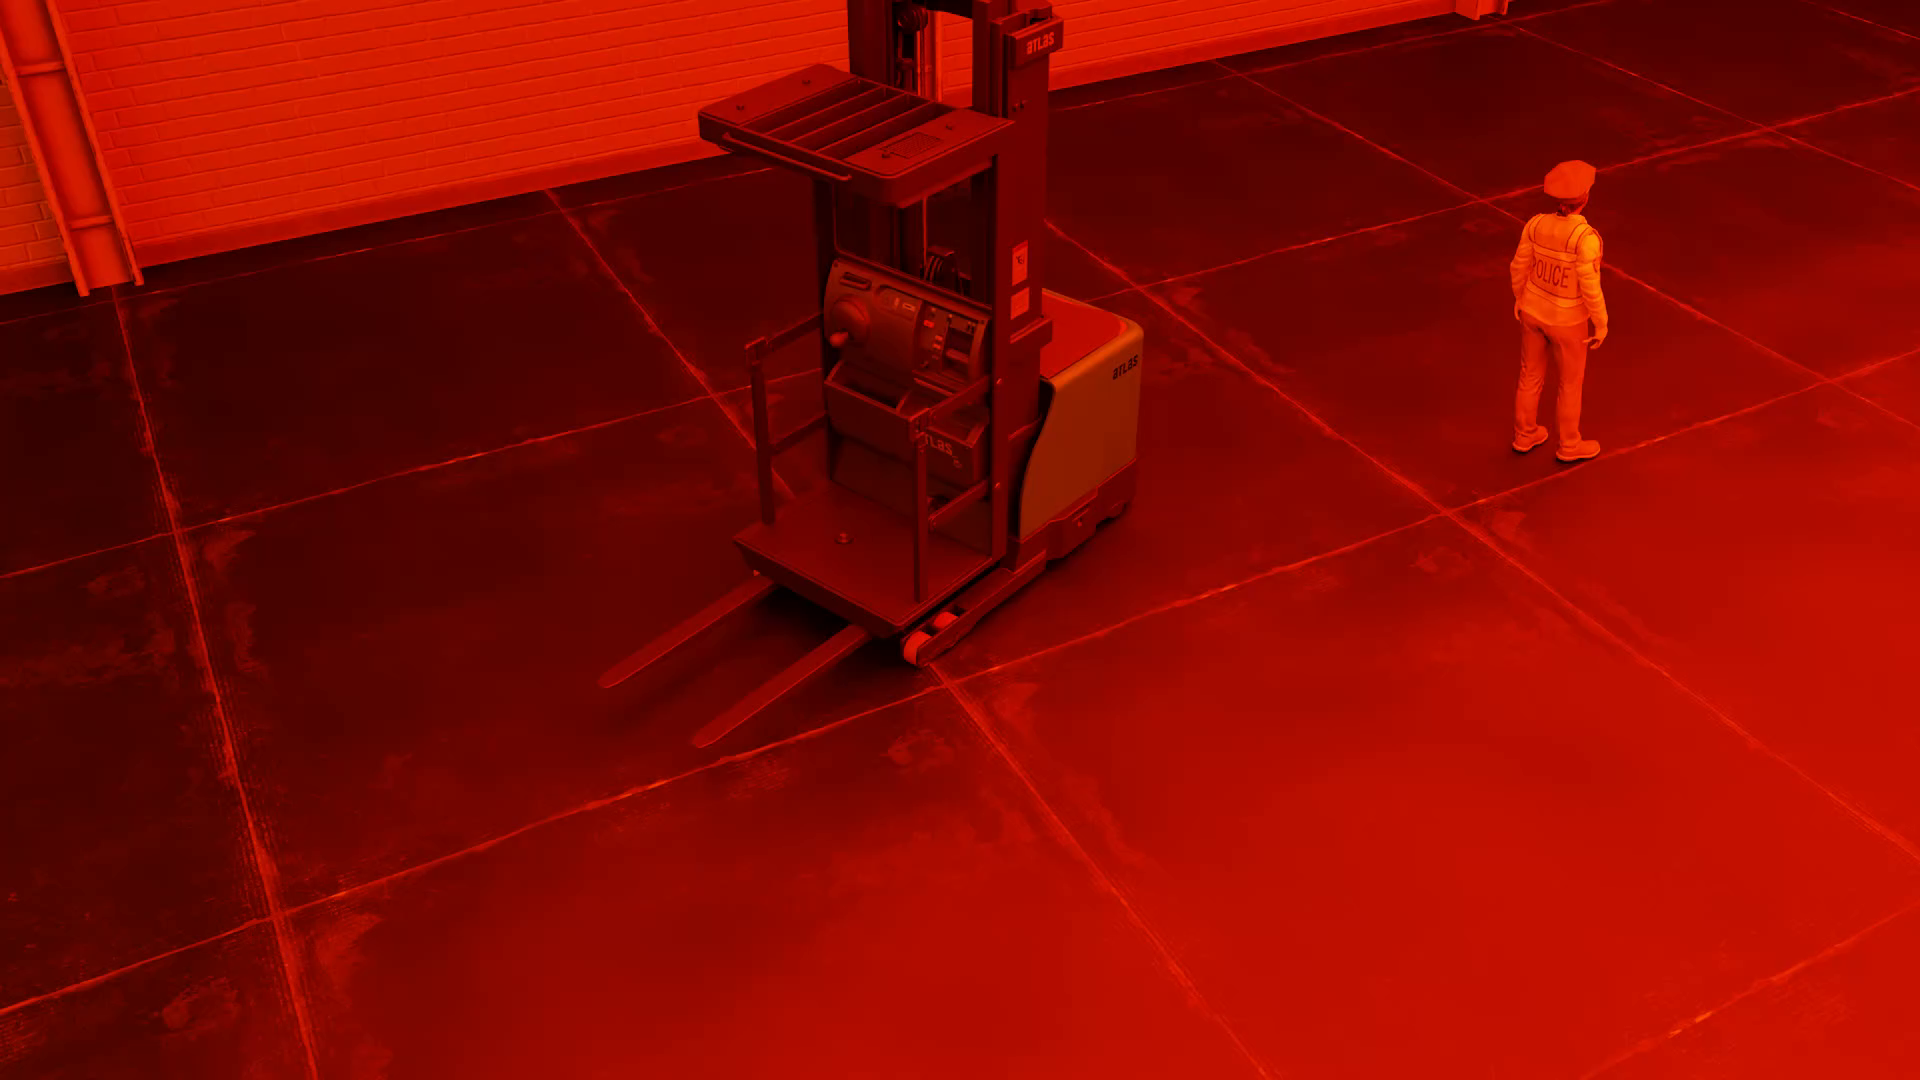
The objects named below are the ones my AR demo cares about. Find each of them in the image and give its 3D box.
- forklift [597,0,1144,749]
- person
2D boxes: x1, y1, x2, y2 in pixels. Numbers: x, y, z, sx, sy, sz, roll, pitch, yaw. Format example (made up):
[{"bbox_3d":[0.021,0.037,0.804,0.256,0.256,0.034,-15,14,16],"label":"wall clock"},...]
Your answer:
[{"bbox_3d":[-0.390,-0.927,7.434,1.130,2.935,3.031,26,43,31],"label":"forklift"},{"bbox_3d":[3.233,-1.226,8.916,0.531,1.694,0.587,-24,42,-29],"label":"person"}]
